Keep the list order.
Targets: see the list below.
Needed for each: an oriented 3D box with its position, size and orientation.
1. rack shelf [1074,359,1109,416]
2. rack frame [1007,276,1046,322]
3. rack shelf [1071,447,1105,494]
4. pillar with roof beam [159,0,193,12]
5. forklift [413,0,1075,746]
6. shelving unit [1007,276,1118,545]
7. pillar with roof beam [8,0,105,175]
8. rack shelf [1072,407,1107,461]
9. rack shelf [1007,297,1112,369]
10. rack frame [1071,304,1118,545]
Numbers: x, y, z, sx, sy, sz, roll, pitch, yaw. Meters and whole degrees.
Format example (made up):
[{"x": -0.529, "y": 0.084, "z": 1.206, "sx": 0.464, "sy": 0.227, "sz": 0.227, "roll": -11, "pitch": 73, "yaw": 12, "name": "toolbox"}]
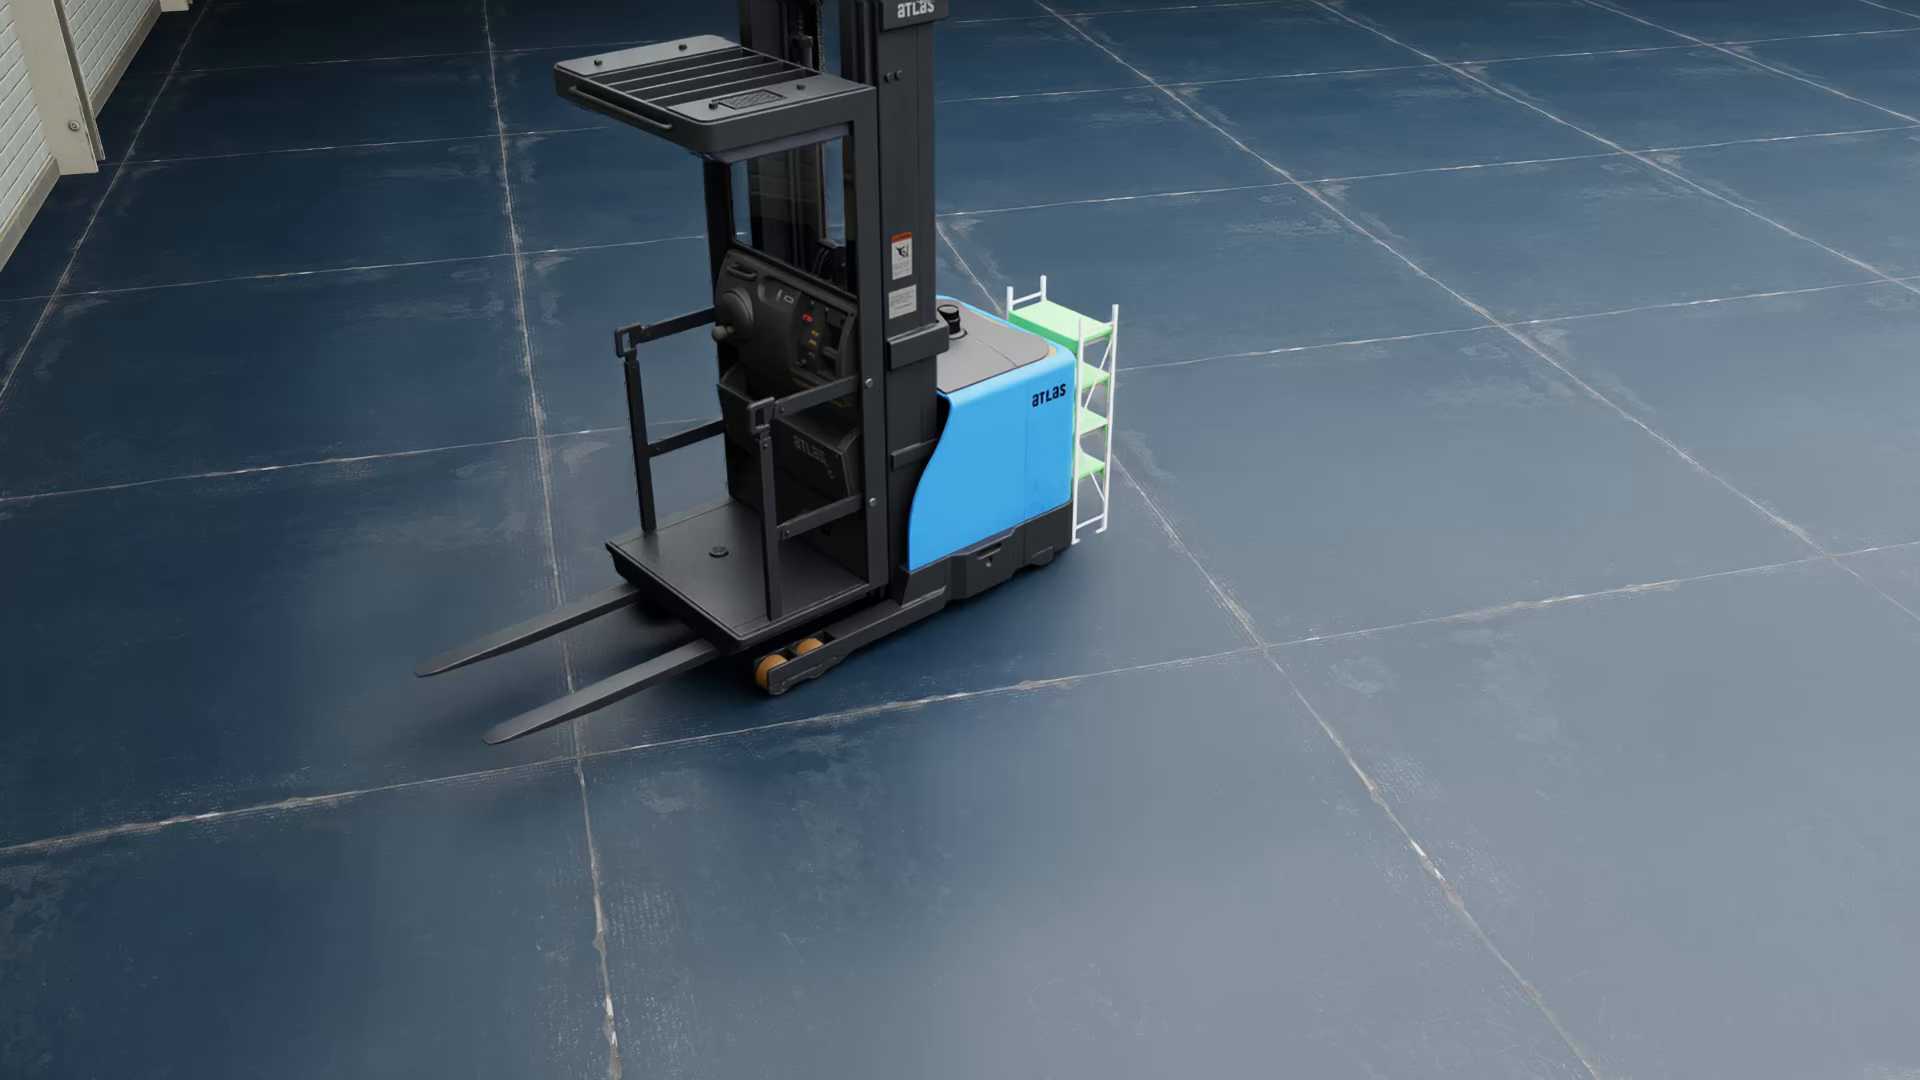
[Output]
[{"x": 0.481, "y": -0.782, "z": 8.052, "sx": 0.258, "sy": 0.148, "sz": 0.480, "roll": -23, "pitch": 37, "yaw": -35, "name": "rack shelf"}, {"x": 0.321, "y": -0.722, "z": 8.300, "sx": 0.240, "sy": 1.200, "sz": 0.015, "roll": -23, "pitch": 37, "yaw": -35, "name": "rack frame"}, {"x": 0.480, "y": -0.367, "z": 8.292, "sx": 0.258, "sy": 0.148, "sz": 0.480, "roll": -23, "pitch": 37, "yaw": -35, "name": "rack shelf"}, {"x": -4.570, "y": -10.393, "z": 17.223, "sx": 9.100, "sy": 9.000, "sz": 0.400, "roll": -8, "pitch": 31, "yaw": -13, "name": "pillar with roof beam"}, {"x": -0.900, "y": -0.905, "z": 6.888, "sx": 3.031, "sy": 2.935, "sz": 1.130, "roll": -23, "pitch": 37, "yaw": -34, "name": "forklift"}, {"x": 0.481, "y": -0.630, "z": 8.140, "sx": 0.258, "sy": 1.200, "sz": 0.503, "roll": -23, "pitch": 37, "yaw": -35, "name": "shelving unit"}, {"x": -2.978, "y": -7.495, "z": 12.217, "sx": 9.100, "sy": 9.000, "sz": 0.400, "roll": -8, "pitch": 31, "yaw": -13, "name": "pillar with roof beam"}, {"x": 0.480, "y": -0.575, "z": 8.172, "sx": 0.258, "sy": 0.148, "sz": 0.480, "roll": -23, "pitch": 37, "yaw": -35, "name": "rack shelf"}, {"x": 0.481, "y": -0.990, "z": 7.932, "sx": 0.258, "sy": 0.148, "sz": 0.480, "roll": -23, "pitch": 37, "yaw": -35, "name": "rack shelf"}, {"x": 0.640, "y": -0.537, "z": 7.981, "sx": 0.240, "sy": 1.200, "sz": 0.015, "roll": -23, "pitch": 37, "yaw": -35, "name": "rack frame"}]
